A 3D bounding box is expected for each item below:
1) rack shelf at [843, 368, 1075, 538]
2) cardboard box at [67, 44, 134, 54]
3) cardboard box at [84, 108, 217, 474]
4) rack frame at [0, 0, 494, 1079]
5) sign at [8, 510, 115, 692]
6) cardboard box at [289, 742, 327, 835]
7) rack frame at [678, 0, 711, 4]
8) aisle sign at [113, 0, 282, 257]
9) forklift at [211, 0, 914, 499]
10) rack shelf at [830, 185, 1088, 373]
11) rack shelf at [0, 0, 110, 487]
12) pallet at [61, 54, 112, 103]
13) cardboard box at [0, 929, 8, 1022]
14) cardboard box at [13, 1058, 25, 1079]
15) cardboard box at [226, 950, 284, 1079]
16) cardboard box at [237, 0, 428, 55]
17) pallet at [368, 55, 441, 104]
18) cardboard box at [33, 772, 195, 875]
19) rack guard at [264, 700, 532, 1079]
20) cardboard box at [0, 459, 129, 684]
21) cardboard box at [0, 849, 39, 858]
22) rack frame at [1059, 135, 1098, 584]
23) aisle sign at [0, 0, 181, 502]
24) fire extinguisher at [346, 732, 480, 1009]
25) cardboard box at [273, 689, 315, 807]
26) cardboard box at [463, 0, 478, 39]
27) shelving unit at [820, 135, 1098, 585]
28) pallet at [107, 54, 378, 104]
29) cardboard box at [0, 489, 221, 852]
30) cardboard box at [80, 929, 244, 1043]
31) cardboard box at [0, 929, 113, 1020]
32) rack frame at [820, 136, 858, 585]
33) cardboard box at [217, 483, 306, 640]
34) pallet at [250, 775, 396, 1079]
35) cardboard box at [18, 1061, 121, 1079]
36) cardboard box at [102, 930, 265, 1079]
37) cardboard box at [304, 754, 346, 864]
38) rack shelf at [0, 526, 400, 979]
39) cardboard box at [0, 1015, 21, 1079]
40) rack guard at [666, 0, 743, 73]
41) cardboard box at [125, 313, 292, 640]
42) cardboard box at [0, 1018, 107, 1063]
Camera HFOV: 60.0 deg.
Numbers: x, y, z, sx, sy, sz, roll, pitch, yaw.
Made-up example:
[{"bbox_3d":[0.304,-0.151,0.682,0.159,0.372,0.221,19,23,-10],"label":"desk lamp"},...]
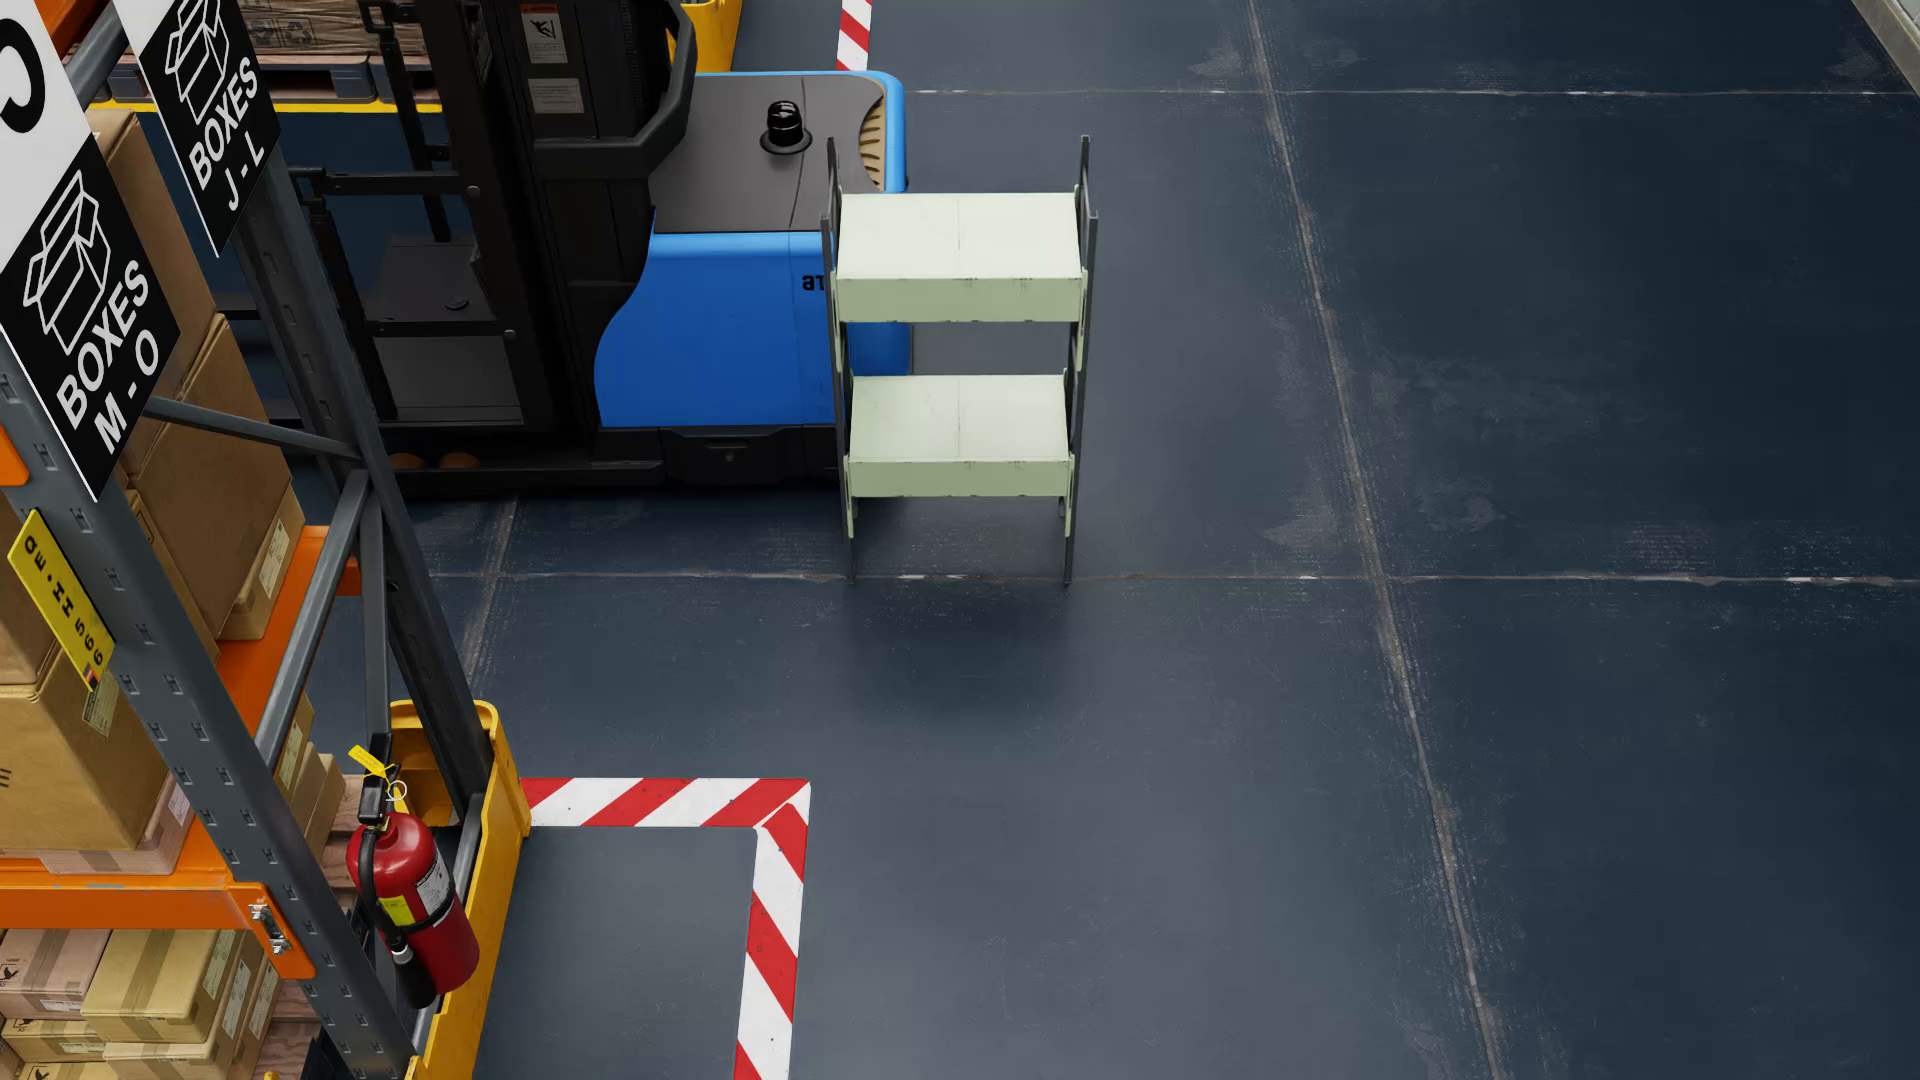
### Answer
[{"bbox_3d":[-0.004,-0.284,5.435,0.720,0.370,0.431,0,47,0],"label":"rack shelf"},{"bbox_3d":[-3.699,-2.802,7.473,0.875,0.875,0.875,0,47,0],"label":"cardboard box"},{"bbox_3d":[-1.827,-0.476,3.189,0.500,0.500,0.500,0,47,0],"label":"cardboard box"},{"bbox_3d":[-1.379,0.196,3.519,0.127,3.000,1.000,0,47,0],"label":"rack frame"},{"bbox_3d":[-1.401,0.100,2.601,0.005,0.325,0.100,0,47,0],"label":"sign"},{"bbox_3d":[-1.902,0.733,4.476,0.250,0.149,0.380,2,47,2],"label":"cardboard box"},{"bbox_3d":[-1.259,-3.435,6.898,0.127,3.000,1.000,0,47,0],"label":"rack frame"},{"bbox_3d":[-1.305,-0.909,2.771,0.004,0.787,0.394,0,47,0],"label":"aisle sign"},{"bbox_3d":[-1.687,-1.539,5.180,3.031,2.935,1.130,-1,47,-1],"label":"forklift"},{"bbox_3d":[-0.004,-0.772,4.911,0.720,0.370,0.431,0,47,0],"label":"rack shelf"},{"bbox_3d":[-3.379,-0.587,2.689,4.000,0.370,1.077,0,47,0],"label":"rack shelf"},{"bbox_3d":[-4.499,-2.436,7.873,1.213,0.211,1.003,0,47,0],"label":"pallet"},{"bbox_3d":[-2.420,1.055,3.973,0.250,0.149,0.380,-1,47,-1],"label":"cardboard box"},{"bbox_3d":[-2.427,1.185,4.259,0.250,0.149,0.380,0,47,0],"label":"cardboard box"},{"bbox_3d":[-1.906,1.175,4.268,0.250,0.149,0.380,1,47,1],"label":"cardboard box"},{"bbox_3d":[-2.809,-2.799,7.471,0.875,0.875,0.875,0,47,0],"label":"cardboard box"},{"bbox_3d":[-2.059,-2.429,7.867,1.213,0.211,1.003,0,47,0],"label":"pallet"},{"bbox_3d":[-1.706,0.487,3.419,0.250,0.149,0.380,0,47,0],"label":"cardboard box"},{"bbox_3d":[-1.455,1.047,4.434,0.348,0.500,1.175,0,47,0],"label":"rack guard"},{"bbox_3d":[-1.837,-0.100,2.839,0.500,0.500,0.500,-1,47,-1],"label":"cardboard box"},{"bbox_3d":[-1.954,0.459,3.445,0.250,0.149,0.380,0,47,0],"label":"cardboard box"},{"bbox_3d":[0.362,-0.508,5.198,0.023,1.500,0.400,0,47,0],"label":"rack frame"},{"bbox_3d":[-1.307,-0.470,2.362,0.004,0.787,0.394,0,47,0],"label":"aisle sign"},{"bbox_3d":[-1.129,0.688,3.368,0.183,0.674,0.296,0,47,0],"label":"fire extinguisher"},{"bbox_3d":[-1.901,0.571,4.423,0.250,0.149,0.380,-2,47,-2],"label":"cardboard box"},{"bbox_3d":[-1.899,-2.797,7.469,0.875,0.875,0.875,0,47,0],"label":"cardboard box"},{"bbox_3d":[-0.004,-0.506,5.196,0.755,1.500,0.431,0,47,0],"label":"shelving unit"},{"bbox_3d":[-3.276,-2.435,7.872,1.213,0.211,1.003,0,47,0],"label":"pallet"},{"bbox_3d":[-1.829,0.247,3.199,0.500,0.500,0.500,1,47,1],"label":"cardboard box"},{"bbox_3d":[-1.909,1.005,4.019,0.250,0.149,0.380,1,47,1],"label":"cardboard box"},{"bbox_3d":[-2.160,0.963,4.059,0.250,0.149,0.380,1,47,1],"label":"cardboard box"},{"bbox_3d":[-0.370,-0.504,5.195,0.023,1.500,0.400,0,47,0],"label":"rack frame"},{"bbox_3d":[-1.701,0.041,3.835,0.250,0.149,0.380,0,47,0],"label":"cardboard box"},{"bbox_3d":[-2.267,1.117,4.566,1.213,0.211,1.003,0,47,0],"label":"pallet"},{"bbox_3d":[-2.163,1.249,4.199,0.250,0.149,0.380,1,47,1],"label":"cardboard box"},{"bbox_3d":[-1.908,1.130,4.106,0.250,0.149,0.380,-1,47,-1],"label":"cardboard box"},{"bbox_3d":[-1.901,0.788,4.628,0.250,0.149,0.380,1,47,1],"label":"cardboard box"},{"bbox_3d":[-3.379,0.435,3.787,4.000,0.370,1.077,0,47,0],"label":"rack shelf"},{"bbox_3d":[-2.427,1.130,4.107,0.250,0.149,0.380,-2,47,-1],"label":"cardboard box"},{"bbox_3d":[-1.235,-2.583,7.813,0.348,0.500,1.175,0,47,0],"label":"rack guard"},{"bbox_3d":[-1.827,-0.143,3.562,0.500,0.500,0.500,2,47,2],"label":"cardboard box"},{"bbox_3d":[-2.169,1.090,4.144,0.250,0.149,0.380,-1,47,-1],"label":"cardboard box"}]
